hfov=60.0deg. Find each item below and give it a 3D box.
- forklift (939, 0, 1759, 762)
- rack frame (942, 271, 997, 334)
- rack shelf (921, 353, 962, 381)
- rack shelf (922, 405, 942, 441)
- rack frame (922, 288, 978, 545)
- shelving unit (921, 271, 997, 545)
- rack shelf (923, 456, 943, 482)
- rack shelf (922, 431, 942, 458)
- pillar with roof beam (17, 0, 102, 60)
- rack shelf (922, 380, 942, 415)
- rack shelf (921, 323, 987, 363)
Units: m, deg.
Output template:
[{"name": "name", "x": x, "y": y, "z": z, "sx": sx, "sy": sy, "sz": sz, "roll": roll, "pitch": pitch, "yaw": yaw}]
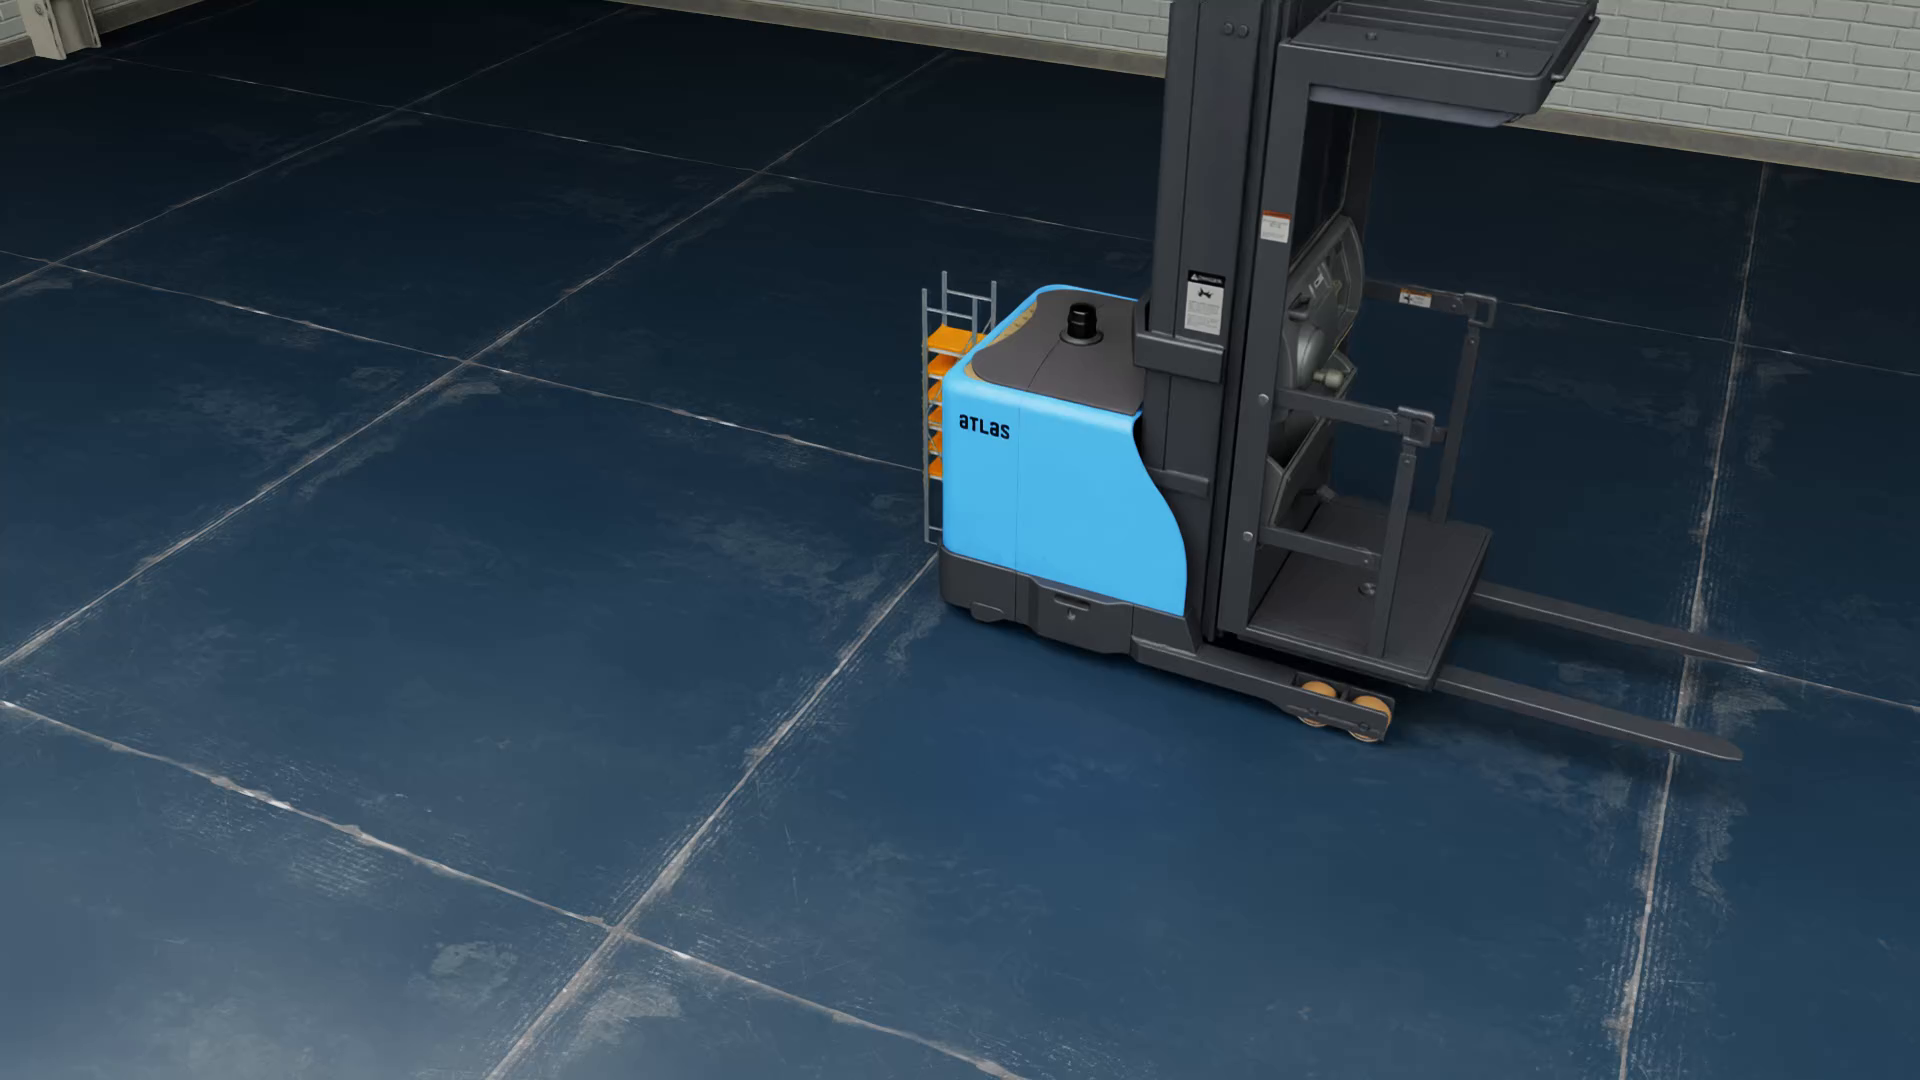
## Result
[{"name": "forklift", "x": 1.470, "y": -0.818, "z": 5.824, "sx": 3.031, "sy": 2.935, "sz": 1.130, "roll": 15, "pitch": 36, "yaw": 22}, {"name": "rack frame", "x": 0.035, "y": -0.557, "z": 7.005, "sx": 0.240, "sy": 1.200, "sz": 0.006, "roll": 15, "pitch": 36, "yaw": 21}, {"name": "rack shelf", "x": -0.003, "y": -0.675, "z": 6.828, "sx": 0.258, "sy": 0.103, "sz": 0.180, "roll": 15, "pitch": 36, "yaw": 21}, {"name": "rack shelf", "x": -0.004, "y": -0.475, "z": 6.960, "sx": 0.258, "sy": 0.103, "sz": 0.180, "roll": 15, "pitch": 36, "yaw": 21}, {"name": "rack frame", "x": -0.042, "y": -0.466, "z": 6.867, "sx": 0.240, "sy": 1.200, "sz": 0.006, "roll": 15, "pitch": 36, "yaw": 21}, {"name": "shelving unit", "x": -0.004, "y": -0.512, "z": 6.936, "sx": 0.258, "sy": 1.200, "sz": 0.189, "roll": 15, "pitch": 36, "yaw": 21}, {"name": "rack shelf", "x": -0.004, "y": -0.274, "z": 7.092, "sx": 0.258, "sy": 0.103, "sz": 0.180, "roll": 15, "pitch": 36, "yaw": 21}, {"name": "rack shelf", "x": -0.004, "y": -0.375, "z": 7.026, "sx": 0.258, "sy": 0.103, "sz": 0.180, "roll": 15, "pitch": 36, "yaw": 21}, {"name": "pillar with roof beam", "x": -3.146, "y": -6.647, "z": 9.181, "sx": 9.100, "sy": 9.000, "sz": 0.400, "roll": 14, "pitch": 36, "yaw": 20}, {"name": "rack shelf", "x": -0.003, "y": -0.575, "z": 6.894, "sx": 0.258, "sy": 0.103, "sz": 0.180, "roll": 15, "pitch": 36, "yaw": 21}, {"name": "rack shelf", "x": -0.003, "y": -0.776, "z": 6.763, "sx": 0.258, "sy": 0.103, "sz": 0.180, "roll": 15, "pitch": 36, "yaw": 21}]
